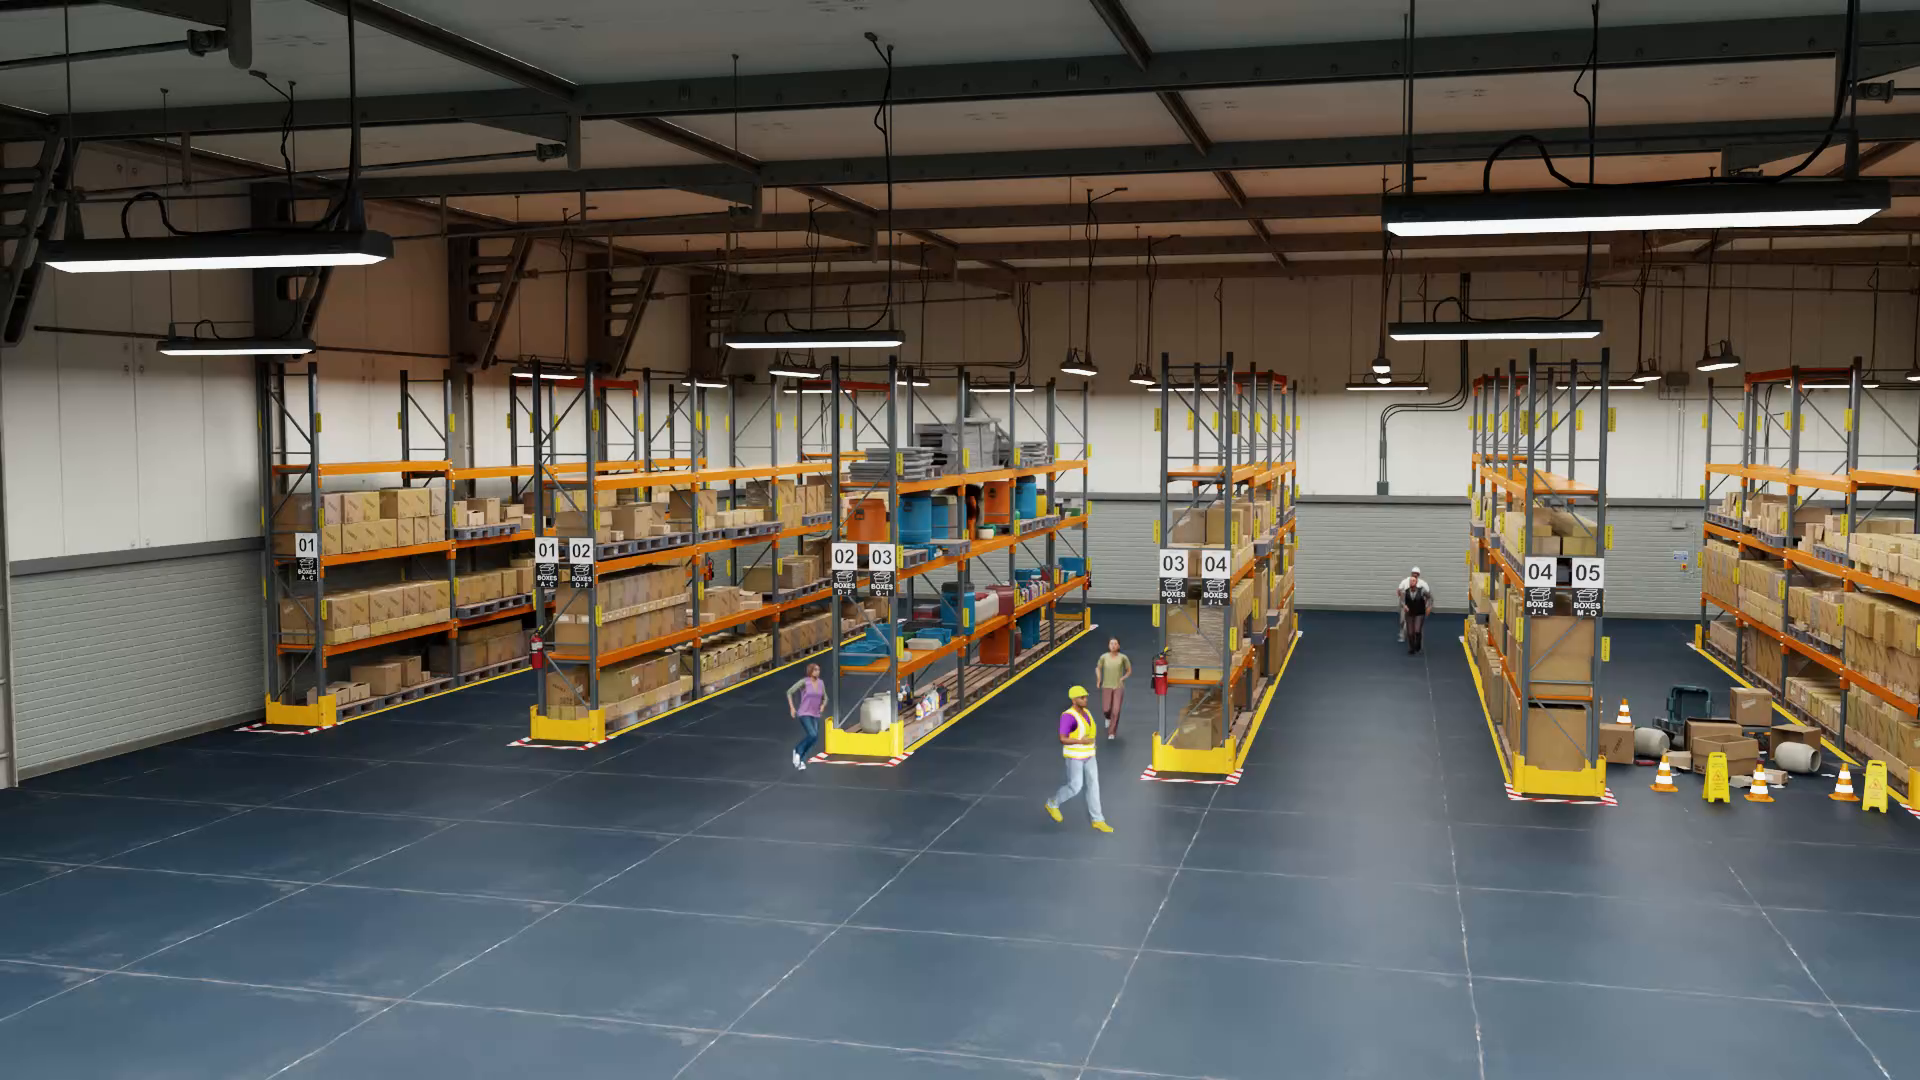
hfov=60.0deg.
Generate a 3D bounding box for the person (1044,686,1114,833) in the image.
[{"bbox_3d":[1.466,2.662,20.364,0.970,1.760,0.698,3,5,40],"label":"person"}]

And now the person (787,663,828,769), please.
[{"bbox_3d":[-2.153,2.541,23.991,0.555,1.532,0.535,-4,5,-42],"label":"person"}]

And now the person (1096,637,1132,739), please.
[{"bbox_3d":[2.433,2.341,26.349,0.580,1.621,0.558,1,4,8],"label":"person"}]

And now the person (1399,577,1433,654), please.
[{"bbox_3d":[9.797,1.723,35.814,0.678,1.499,0.755,2,5,27],"label":"person"}]

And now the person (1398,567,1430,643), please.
[{"bbox_3d":[10.332,1.479,37.933,0.751,1.725,0.747,2,5,27],"label":"person"}]
